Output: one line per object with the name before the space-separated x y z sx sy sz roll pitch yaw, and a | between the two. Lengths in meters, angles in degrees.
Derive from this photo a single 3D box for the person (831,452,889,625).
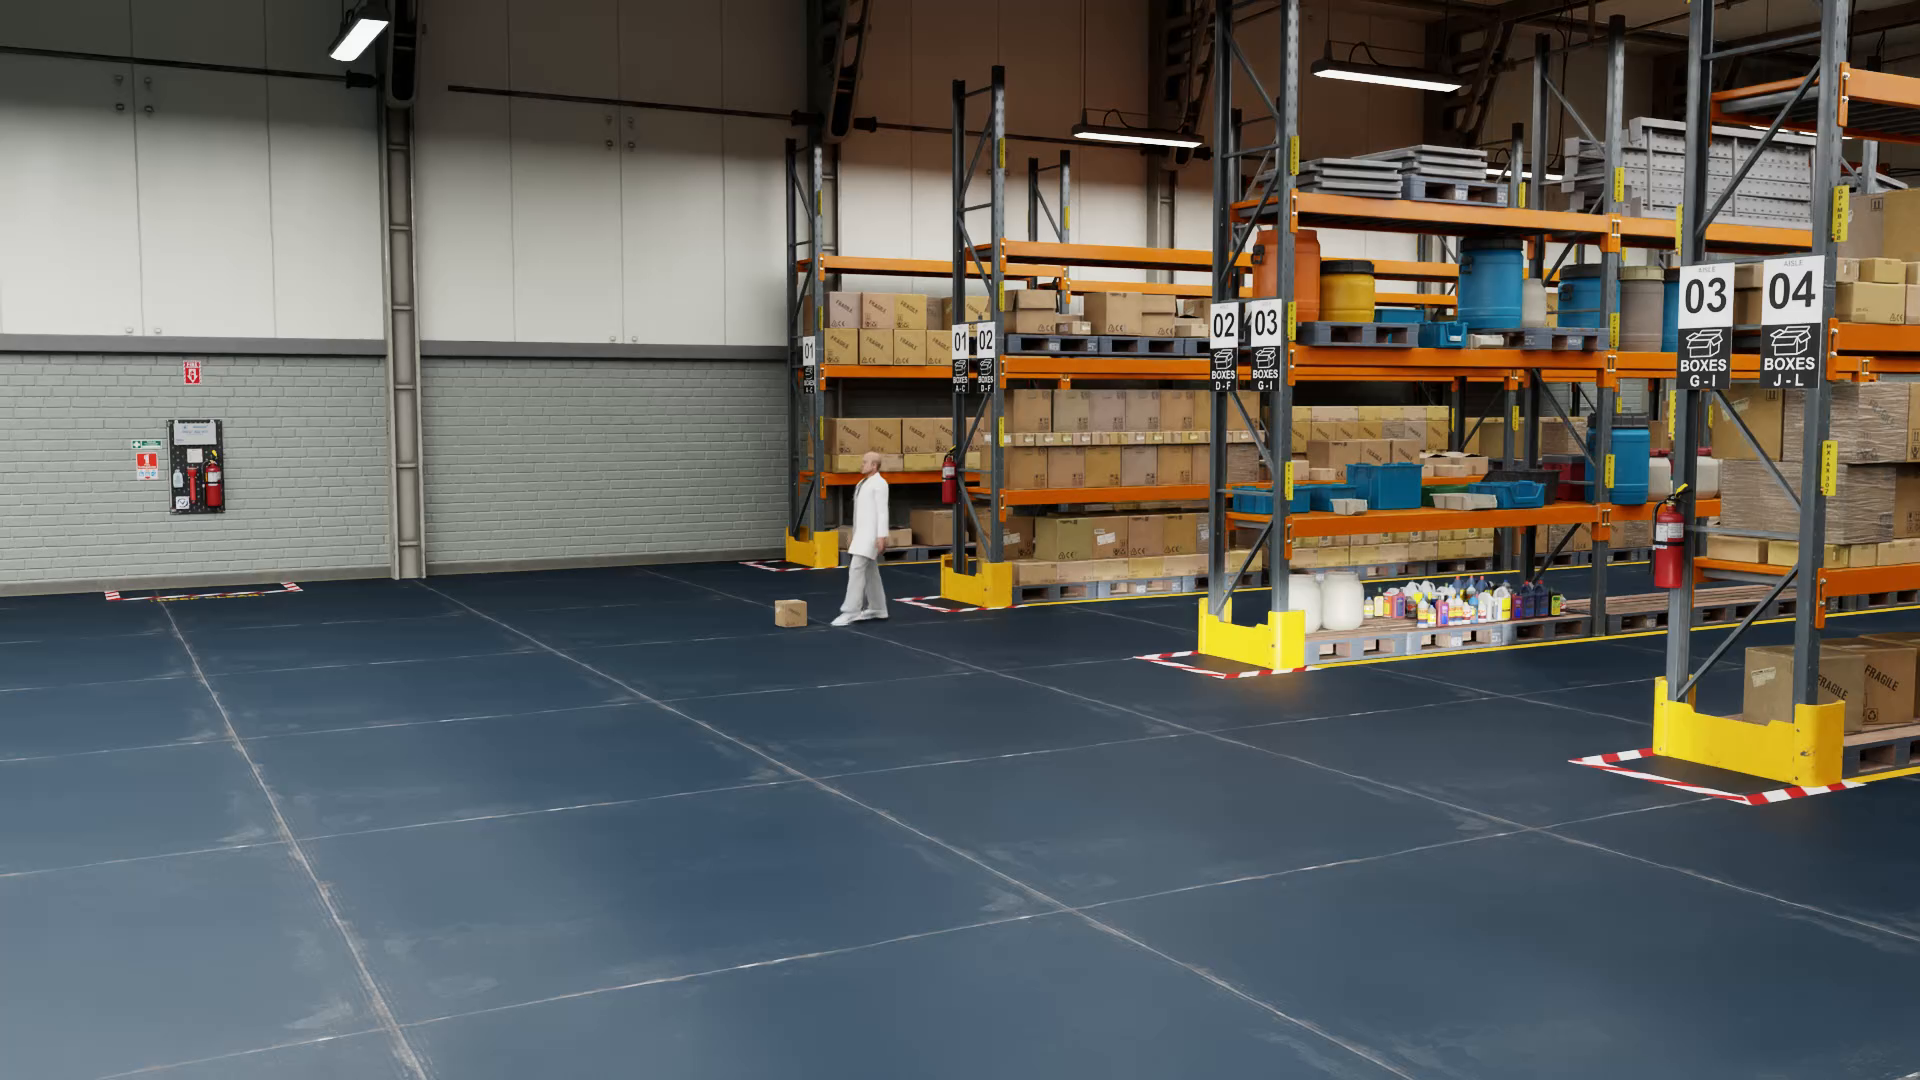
person | -1.077 -0.019 17.477 0.697 1.807 0.610 -2 5 -19
